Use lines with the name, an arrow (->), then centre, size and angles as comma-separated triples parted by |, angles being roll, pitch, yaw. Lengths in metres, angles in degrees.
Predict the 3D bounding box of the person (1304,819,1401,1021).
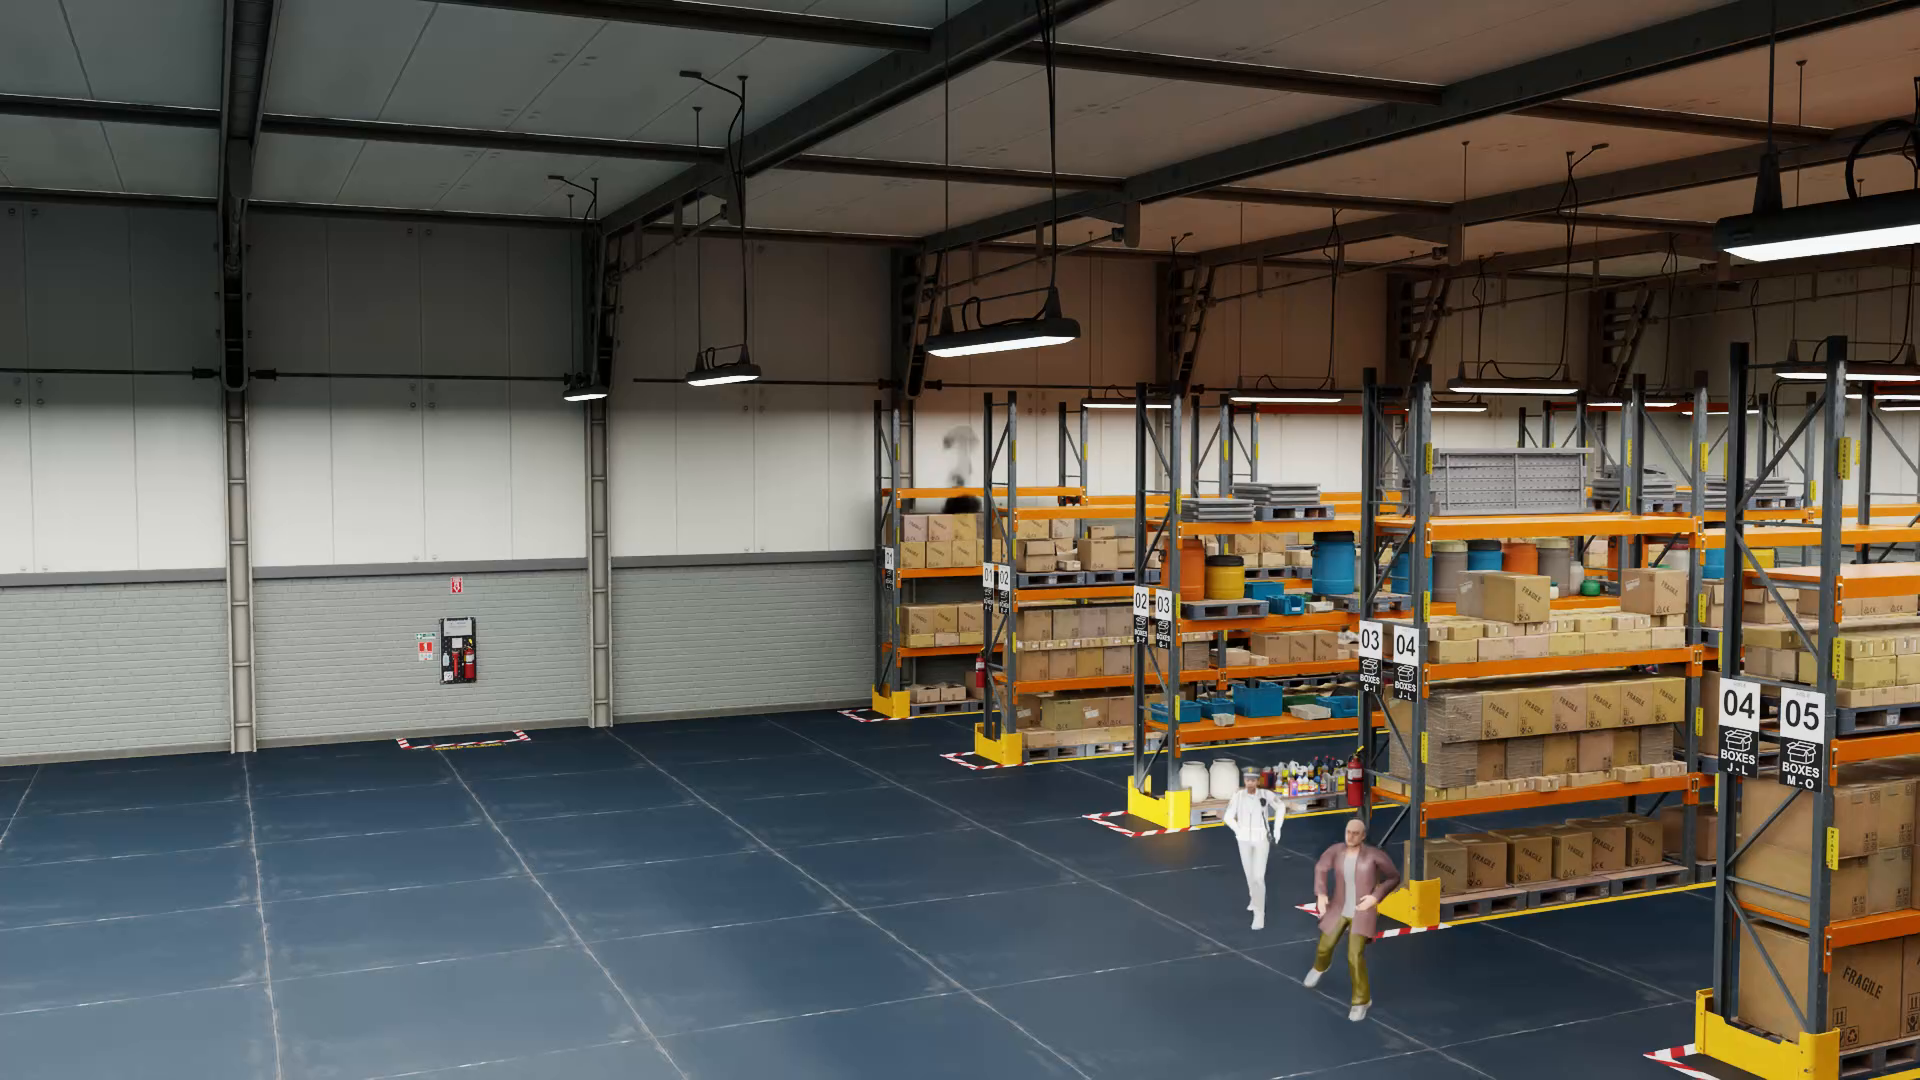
person -> 3.567, 3.473, 15.261 | 0.922, 1.690, 0.790 | 2, 4, 30

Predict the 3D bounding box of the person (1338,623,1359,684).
person -> 7.749, 2.389, 33.468 | 0.663, 1.648, 0.551 | -2, 4, -35

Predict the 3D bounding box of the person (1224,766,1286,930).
person -> 3.164, 3.289, 17.937 | 0.602, 1.756, 0.800 | 2, 4, 25
